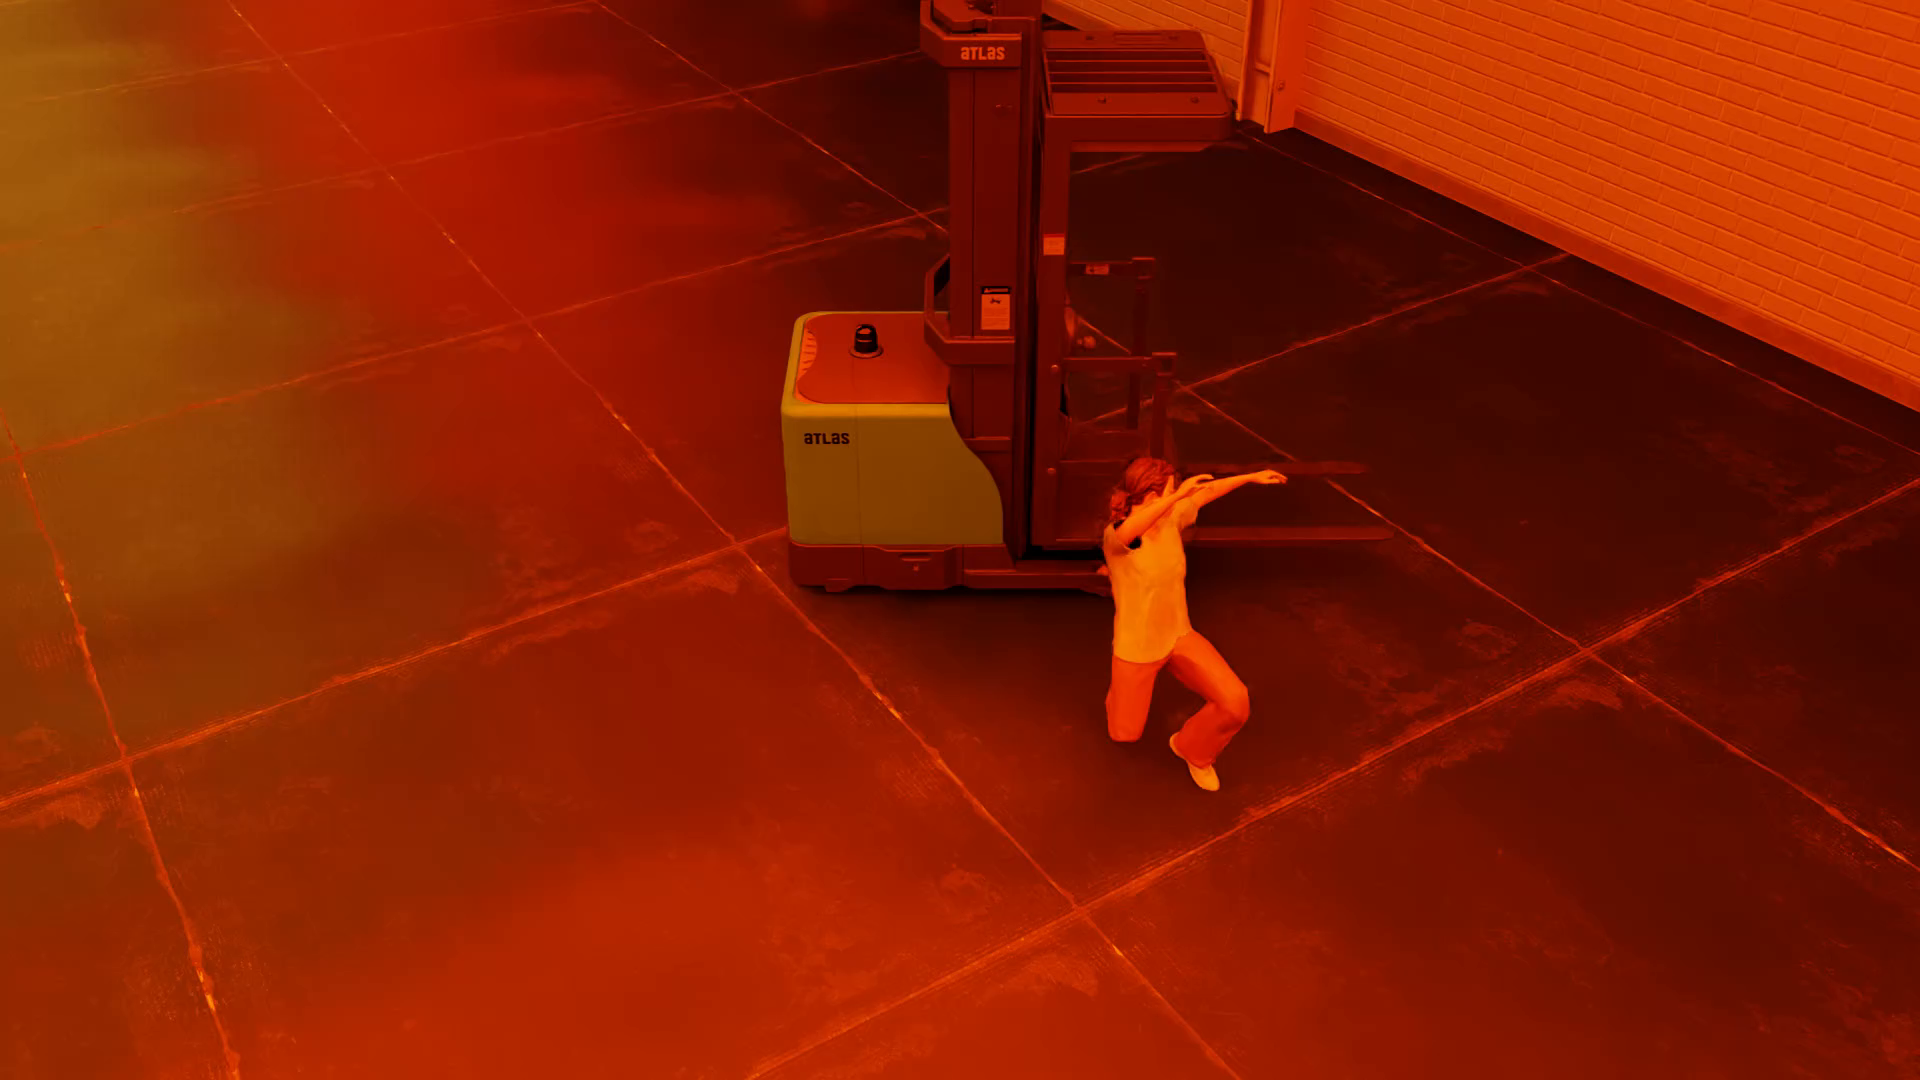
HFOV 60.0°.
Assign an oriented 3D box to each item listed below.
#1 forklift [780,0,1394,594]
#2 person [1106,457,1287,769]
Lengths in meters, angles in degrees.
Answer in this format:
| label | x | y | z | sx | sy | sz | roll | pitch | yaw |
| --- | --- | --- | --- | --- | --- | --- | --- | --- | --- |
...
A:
| label | x | y | z | sx | sy | sz | roll | pitch | yaw |
| --- | --- | --- | --- | --- | --- | --- | --- | --- | --- |
| forklift | 0.660 | -1.218 | 7.882 | 3.031 | 2.935 | 1.130 | 0 | 35 | 0 |
| person | 1.081 | 0.283 | 6.960 | 0.978 | 1.388 | 0.820 | -14 | 38 | -19 |
